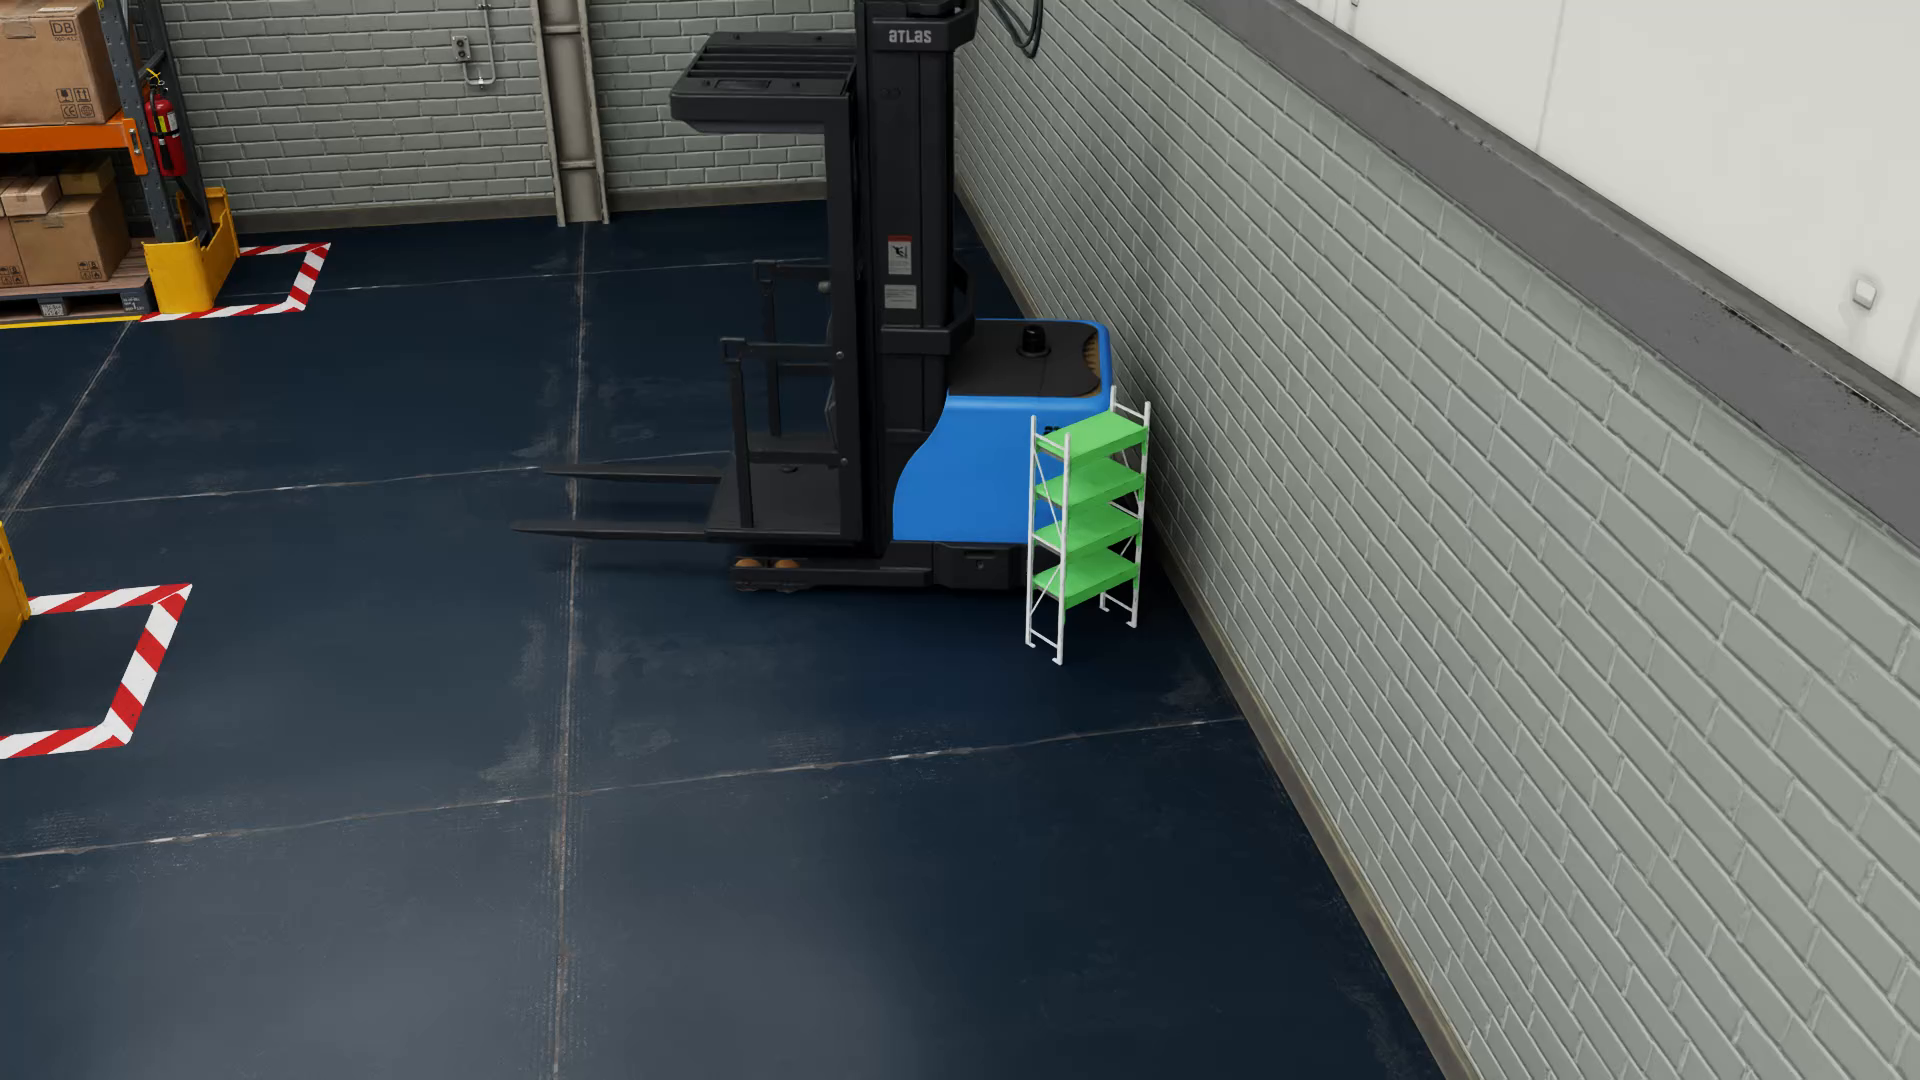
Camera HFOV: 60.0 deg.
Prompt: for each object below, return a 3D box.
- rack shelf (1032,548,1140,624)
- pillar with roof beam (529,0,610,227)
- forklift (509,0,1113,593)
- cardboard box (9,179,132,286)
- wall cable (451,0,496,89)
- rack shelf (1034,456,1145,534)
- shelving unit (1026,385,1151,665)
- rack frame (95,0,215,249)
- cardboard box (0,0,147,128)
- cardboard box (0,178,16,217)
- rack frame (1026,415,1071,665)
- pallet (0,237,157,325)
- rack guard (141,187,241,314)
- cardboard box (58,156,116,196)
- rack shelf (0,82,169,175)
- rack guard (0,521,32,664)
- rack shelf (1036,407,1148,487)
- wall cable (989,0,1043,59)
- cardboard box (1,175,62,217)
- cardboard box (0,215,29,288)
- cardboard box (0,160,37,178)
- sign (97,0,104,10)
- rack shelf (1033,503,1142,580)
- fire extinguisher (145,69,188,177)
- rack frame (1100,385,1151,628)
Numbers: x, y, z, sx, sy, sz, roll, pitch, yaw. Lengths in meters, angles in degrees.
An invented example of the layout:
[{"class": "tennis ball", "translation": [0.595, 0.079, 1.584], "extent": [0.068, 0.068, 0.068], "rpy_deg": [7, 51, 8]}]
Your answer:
[{"class": "rack shelf", "translation": [0.583, 0.200, 7.826], "extent": [0.480, 0.148, 0.258], "rpy_deg": [-23, 37, -33]}, {"class": "pillar with roof beam", "translation": [-2.168, -4.253, 7.105], "extent": [0.400, 9.000, 9.100], "rpy_deg": [-5, 31, -9]}, {"class": "forklift", "translation": [-0.755, -1.264, 8.008], "extent": [3.031, 2.935, 1.130], "rpy_deg": [1, 30, 2]}, {"class": "cardboard box", "translation": [-6.114, -2.125, 11.457], "extent": [0.500, 0.500, 0.700], "rpy_deg": [-5, 31, -9]}, {"class": "wall cable", "translation": [-4.355, -4.162, 11.867], "extent": [1.851, 1.984, 0.084], "rpy_deg": [-5, 31, -9]}, {"class": "rack shelf", "translation": [0.583, -0.214, 7.582], "extent": [0.480, 0.148, 0.258], "rpy_deg": [-23, 37, -33]}, {"class": "shelving unit", "translation": [0.583, -0.062, 7.672], "extent": [0.503, 1.200, 0.258], "rpy_deg": [-23, 37, -33]}, {"class": "rack frame", "translation": [-5.444, -3.136, 11.123], "extent": [0.127, 3.000, 1.000], "rpy_deg": [-5, 31, -9]}, {"class": "cardboard box", "translation": [-5.944, -3.213, 10.960], "extent": [0.700, 0.700, 0.980], "rpy_deg": [-4, 31, -7]}, {"class": "cardboard box", "translation": [-6.459, -2.279, 11.078], "extent": [0.250, 0.149, 0.380], "rpy_deg": [-5, 31, -8]}, {"class": "rack frame", "translation": [0.395, 0.017, 7.537], "extent": [0.015, 1.200, 0.240], "rpy_deg": [-23, 37, -33]}, {"class": "pallet", "translation": [-6.216, -1.822, 11.640], "extent": [1.213, 0.211, 1.003], "rpy_deg": [-5, 31, -9]}, {"class": "rack guard", "translation": [-5.420, -2.060, 11.761], "extent": [0.348, 0.500, 1.175], "rpy_deg": [-5, 31, -9]}, {"class": "cardboard box", "translation": [-6.027, -2.516, 11.482], "extent": [0.250, 0.149, 0.380], "rpy_deg": [-5, 31, -9]}, {"class": "rack shelf", "translation": [-7.411, -2.643, 10.995], "extent": [4.000, 0.370, 1.077], "rpy_deg": [-5, 31, -9]}, {"class": "rack guard", "translation": [-4.623, 0.418, 7.545], "extent": [0.348, 0.500, 1.175], "rpy_deg": [-5, 31, -9]}, {"class": "rack shelf", "translation": [0.583, -0.421, 7.461], "extent": [0.480, 0.148, 0.258], "rpy_deg": [-23, 37, -33]}, {"class": "wall cable", "translation": [0.184, -4.721, 10.965], "extent": [0.112, 2.526, 3.097], "rpy_deg": [-5, 31, -9]}, {"class": "cardboard box", "translation": [-6.208, -2.302, 11.118], "extent": [0.250, 0.149, 0.380], "rpy_deg": [-6, 31, -10]}, {"class": "cardboard box", "translation": [-6.606, -2.080, 11.379], "extent": [0.500, 0.500, 0.700], "rpy_deg": [-5, 31, -9]}, {"class": "cardboard box", "translation": [-6.526, -2.469, 11.402], "extent": [0.250, 0.149, 0.380], "rpy_deg": [-5, 31, -9]}, {"class": "sign", "translation": [-5.360, -3.465, 10.308], "extent": [0.005, 0.325, 0.100], "rpy_deg": [-5, 31, -9]}, {"class": "rack shelf", "translation": [0.583, -0.007, 7.704], "extent": [0.480, 0.148, 0.258], "rpy_deg": [-23, 37, -33]}, {"class": "fire extinguisher", "translation": [-5.212, -2.725, 10.870], "extent": [0.183, 0.674, 0.296], "rpy_deg": [-5, 31, -9]}, {"class": "rack frame", "translation": [0.771, -0.141, 7.806], "extent": [0.015, 1.200, 0.240], "rpy_deg": [-23, 37, -33]}]
